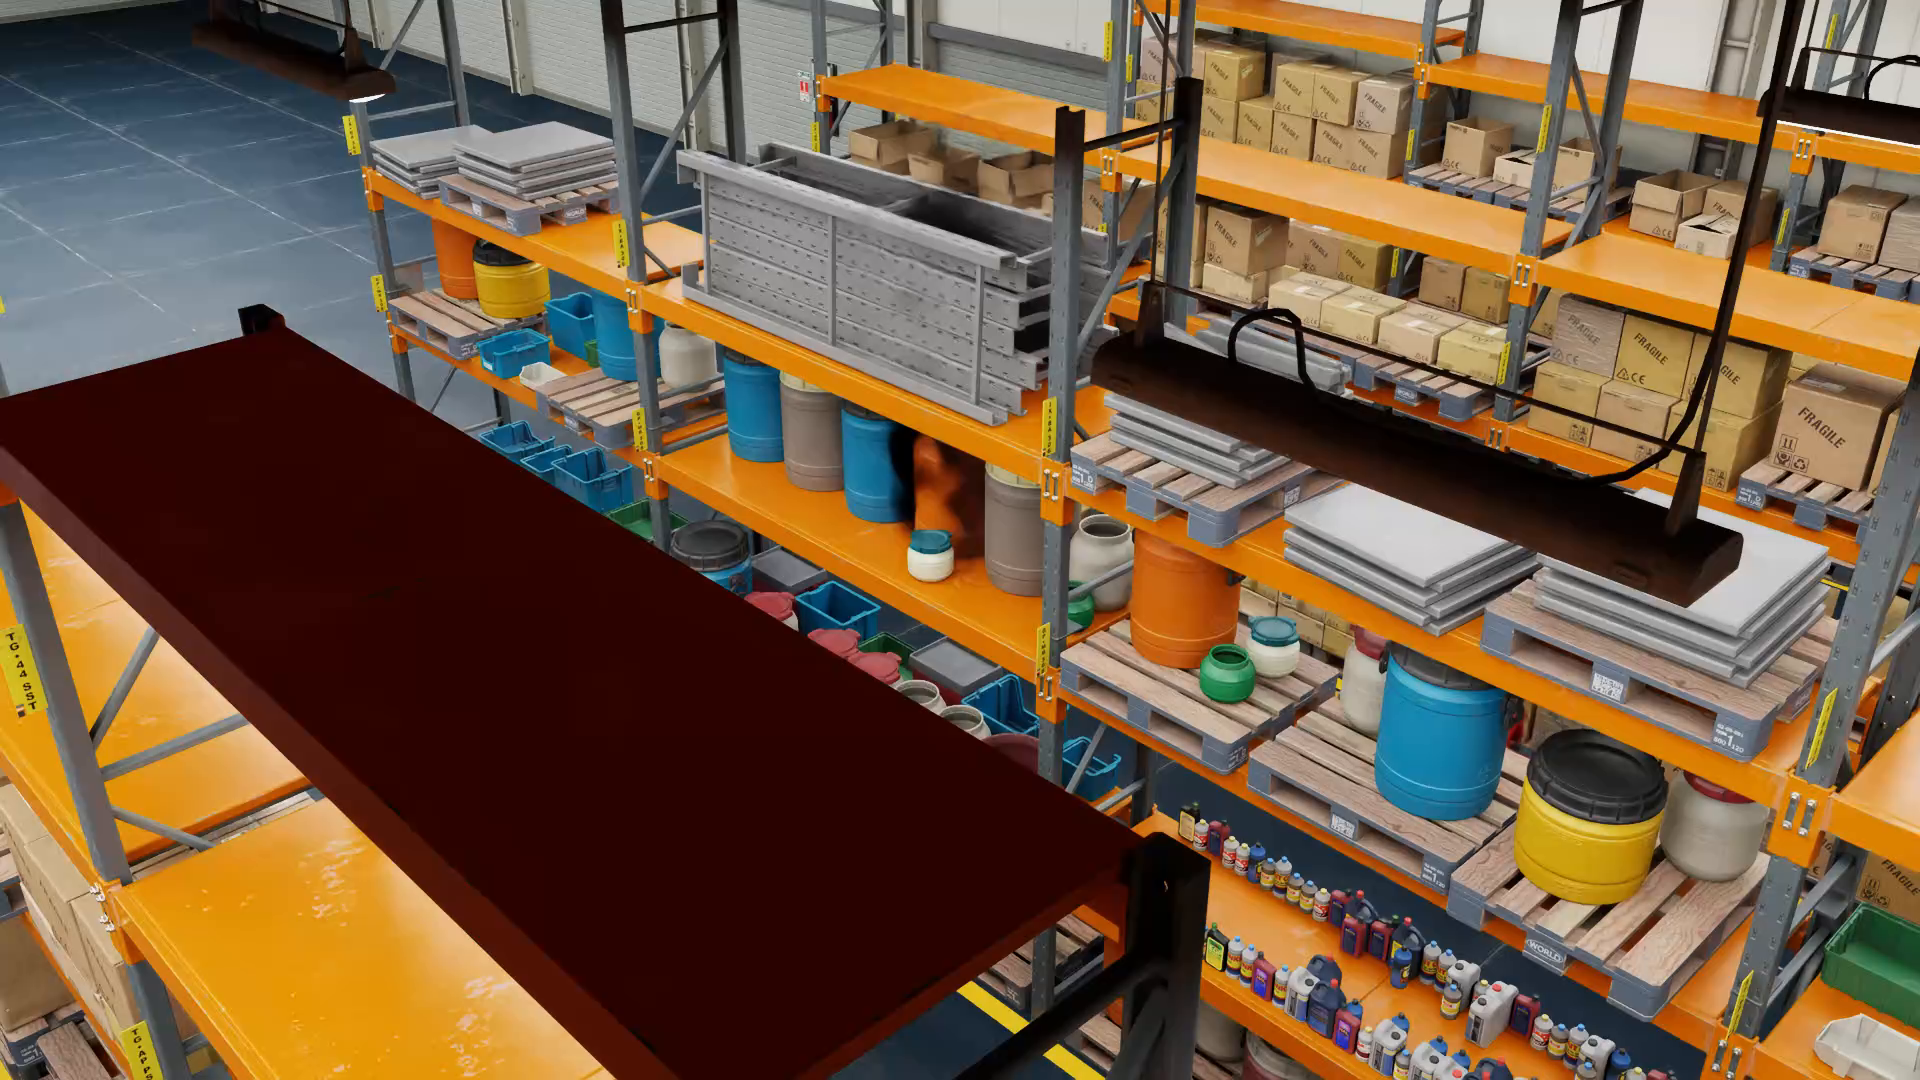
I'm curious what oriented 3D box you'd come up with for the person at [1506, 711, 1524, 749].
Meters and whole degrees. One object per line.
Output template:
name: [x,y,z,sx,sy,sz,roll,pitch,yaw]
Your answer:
person: [3.588,1.699,11.316,0.752,1.695,0.663,17,33,29]
